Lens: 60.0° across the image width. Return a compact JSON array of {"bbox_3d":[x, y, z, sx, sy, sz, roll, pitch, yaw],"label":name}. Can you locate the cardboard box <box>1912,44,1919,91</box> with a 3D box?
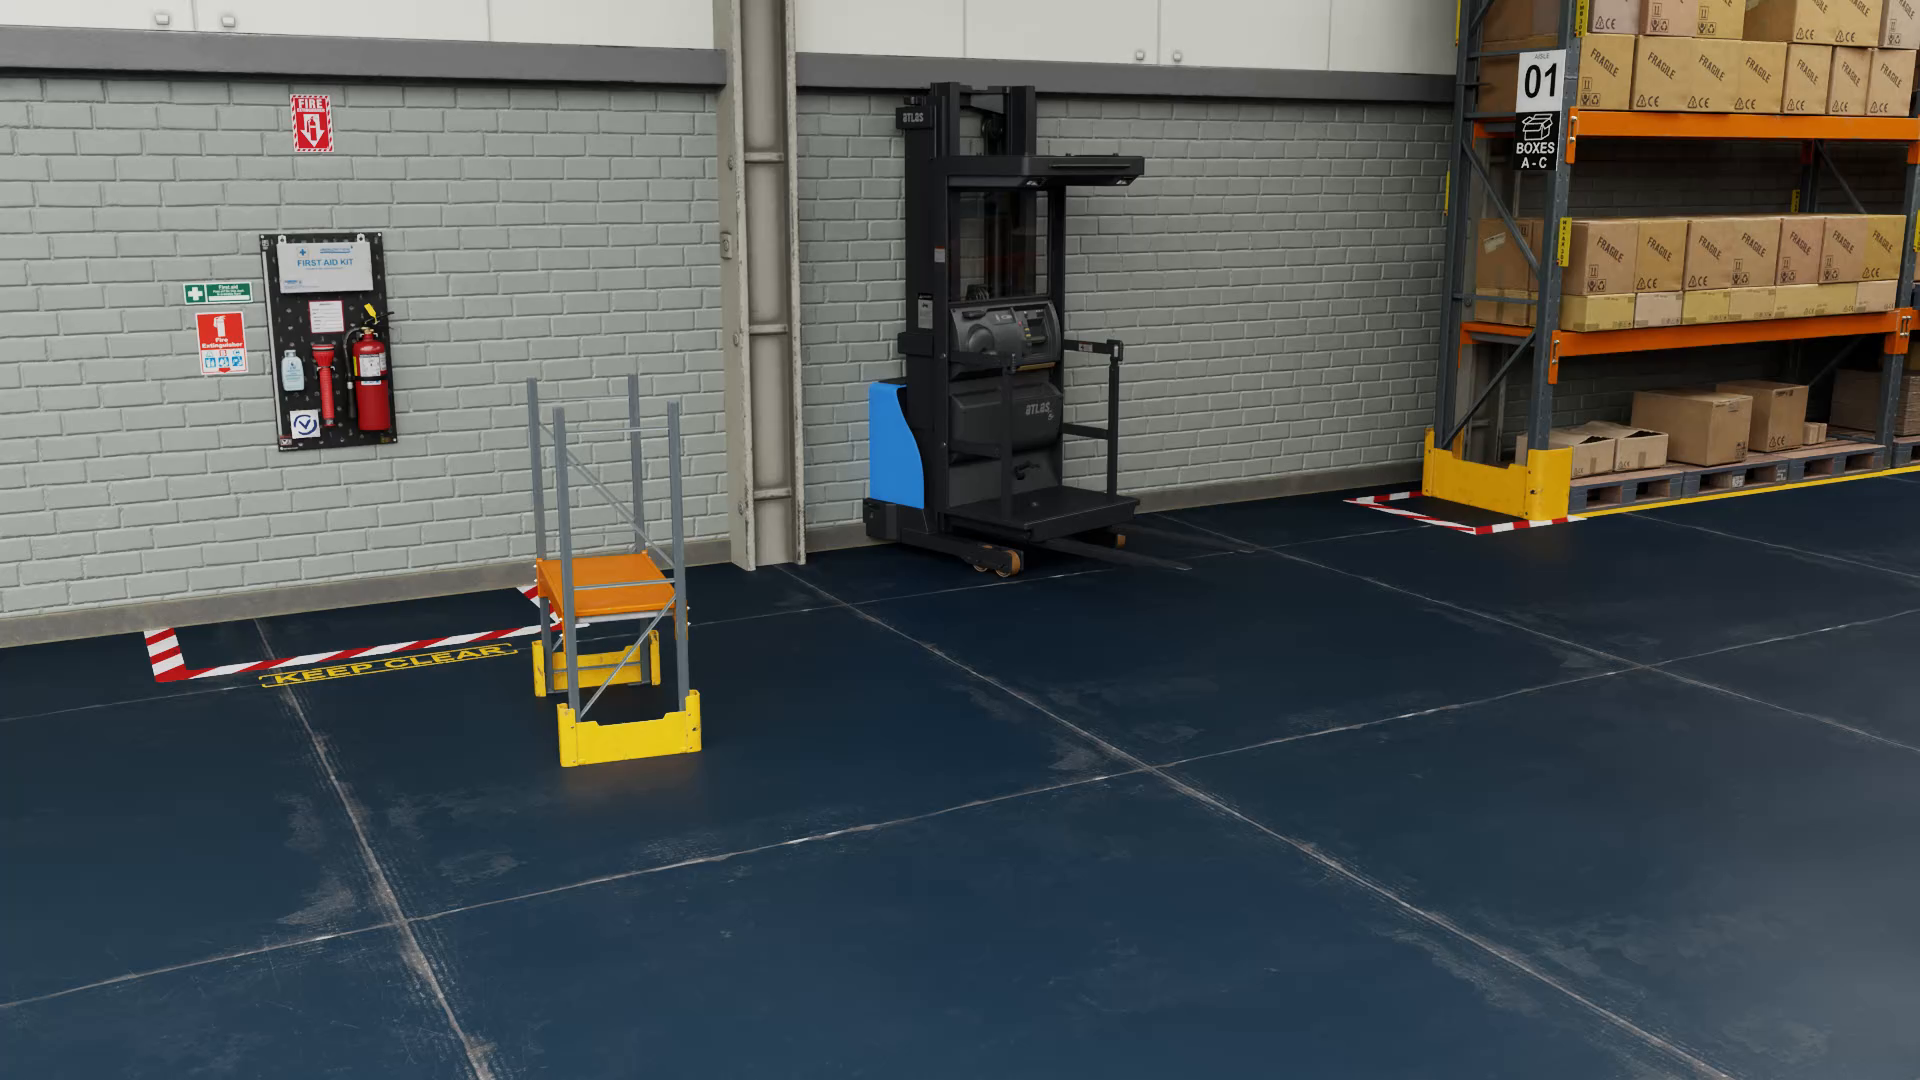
[{"bbox_3d":[7.884,-3.894,13.565,0.500,0.500,0.500,-5,13,-20],"label":"cardboard box"}]

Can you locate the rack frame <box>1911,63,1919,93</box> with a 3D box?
[{"bbox_3d":[7.366,-5.062,13.106,0.127,3.000,1.000,-7,14,-28],"label":"rack frame"}]

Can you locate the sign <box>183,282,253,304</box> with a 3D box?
[{"bbox_3d":[-3.925,-1.307,8.798,0.331,0.109,0.001,-7,14,-28],"label":"sign"}]

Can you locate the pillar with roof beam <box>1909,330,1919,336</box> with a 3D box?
[{"bbox_3d":[11.384,-4.683,11.422,0.400,9.000,9.100,-7,14,-28],"label":"pillar with roof beam"}]

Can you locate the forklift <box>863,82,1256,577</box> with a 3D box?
[{"bbox_3d":[0.443,-1.332,10.353,1.130,2.935,3.031,-12,18,-43],"label":"forklift"}]

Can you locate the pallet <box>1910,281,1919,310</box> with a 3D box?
[{"bbox_3d":[8.107,-2.094,14.019,1.213,0.211,1.003,-7,14,-28],"label":"pallet"}]

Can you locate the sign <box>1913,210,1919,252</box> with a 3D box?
[{"bbox_3d":[7.633,-2.454,13.209,0.005,0.325,0.100,-7,14,-28],"label":"sign"}]

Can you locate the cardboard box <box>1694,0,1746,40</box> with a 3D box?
[{"bbox_3d":[5.219,-3.817,11.855,0.500,0.500,0.500,-6,14,-26],"label":"cardboard box"}]

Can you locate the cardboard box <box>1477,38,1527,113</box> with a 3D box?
[{"bbox_3d":[4.100,-3.329,11.964,0.500,0.500,0.500,-6,14,-24],"label":"cardboard box"}]

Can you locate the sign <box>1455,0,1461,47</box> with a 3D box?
[{"bbox_3d":[3.607,-3.719,11.953,0.005,0.325,0.100,-7,14,-28],"label":"sign"}]

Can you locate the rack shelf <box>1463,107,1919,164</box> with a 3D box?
[{"bbox_3d":[5.611,-3.037,12.580,4.000,0.370,1.077,-7,14,-28],"label":"rack shelf"}]

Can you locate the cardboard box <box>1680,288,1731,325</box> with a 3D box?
[{"bbox_3d":[5.335,-1.751,12.353,0.500,0.250,0.500,-7,15,-29],"label":"cardboard box"}]

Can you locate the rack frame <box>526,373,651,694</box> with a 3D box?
[{"bbox_3d":[-1.732,-0.023,7.796,0.500,1.500,0.032,-5,13,-19],"label":"rack frame"}]

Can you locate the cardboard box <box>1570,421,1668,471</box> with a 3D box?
[{"bbox_3d":[5.006,-0.733,12.655,0.500,0.311,0.500,-6,14,-23],"label":"cardboard box"}]

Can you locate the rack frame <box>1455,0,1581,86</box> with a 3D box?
[{"bbox_3d":[3.855,-4.641,11.236,0.127,3.000,1.000,-7,14,-28],"label":"rack frame"}]

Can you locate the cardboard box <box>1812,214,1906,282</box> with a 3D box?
[{"bbox_3d":[7.099,-2.328,13.211,0.500,0.500,0.500,-7,14,-28],"label":"cardboard box"}]

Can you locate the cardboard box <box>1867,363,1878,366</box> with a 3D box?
[{"bbox_3d":[8.434,-1.275,14.634,0.500,0.500,0.700,-7,15,-29],"label":"cardboard box"}]

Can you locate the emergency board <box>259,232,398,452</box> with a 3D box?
[{"bbox_3d":[-3.399,-1.071,9.036,0.643,1.169,0.194,-7,14,-28],"label":"emergency board"}]

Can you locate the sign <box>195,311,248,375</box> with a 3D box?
[{"bbox_3d":[-3.933,-1.050,8.862,0.234,0.329,0.001,-7,14,-28],"label":"sign"}]

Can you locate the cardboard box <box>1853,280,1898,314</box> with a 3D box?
[{"bbox_3d":[7.096,-1.964,13.298,0.500,0.250,0.500,-7,14,-28],"label":"cardboard box"}]

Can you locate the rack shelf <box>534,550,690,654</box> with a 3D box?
[{"bbox_3d":[-1.558,0.257,7.369,0.538,0.185,1.000,-5,13,-19],"label":"rack shelf"}]

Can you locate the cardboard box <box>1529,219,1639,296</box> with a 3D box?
[{"bbox_3d":[4.418,-2.009,11.793,0.500,0.500,0.500,-7,14,-28],"label":"cardboard box"}]

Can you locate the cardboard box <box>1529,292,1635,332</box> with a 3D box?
[{"bbox_3d":[4.436,-1.641,11.865,0.500,0.250,0.500,-7,15,-29],"label":"cardboard box"}]

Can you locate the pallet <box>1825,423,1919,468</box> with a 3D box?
[{"bbox_3d":[8.049,-0.857,14.436,1.213,0.211,1.003,-7,14,-28],"label":"pallet"}]

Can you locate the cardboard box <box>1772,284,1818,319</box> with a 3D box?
[{"bbox_3d":[6.220,-1.857,12.824,0.500,0.250,0.500,-7,14,-28],"label":"cardboard box"}]

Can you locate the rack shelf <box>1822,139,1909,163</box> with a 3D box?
[{"bbox_3d":[9.122,-3.458,14.449,4.000,0.370,1.077,-7,14,-28],"label":"rack shelf"}]

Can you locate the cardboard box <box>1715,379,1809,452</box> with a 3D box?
[{"bbox_3d":[6.474,-1.013,13.472,0.500,0.500,0.500,-8,15,-32],"label":"cardboard box"}]

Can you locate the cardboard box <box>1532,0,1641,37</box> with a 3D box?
[{"bbox_3d":[4.310,-3.718,11.415,0.500,0.500,0.500,-8,15,-32],"label":"cardboard box"}]

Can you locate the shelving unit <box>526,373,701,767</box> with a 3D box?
[{"bbox_3d":[-1.561,0.080,7.338,0.587,1.500,1.083,-5,13,-19],"label":"shelving unit"}]

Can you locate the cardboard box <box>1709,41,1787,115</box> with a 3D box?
[{"bbox_3d":[5.671,-3.389,12.230,0.500,0.500,0.500,-6,14,-24],"label":"cardboard box"}]

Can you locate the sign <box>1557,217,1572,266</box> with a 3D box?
[{"bbox_3d":[4.115,-2.032,11.335,0.005,0.325,0.100,-7,14,-28],"label":"sign"}]

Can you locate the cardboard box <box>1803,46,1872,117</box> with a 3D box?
[{"bbox_3d":[6.591,-3.506,12.749,0.500,0.500,0.500,-8,15,-33],"label":"cardboard box"}]

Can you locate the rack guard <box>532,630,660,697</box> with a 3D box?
[{"bbox_3d":[-1.731,0.587,7.932,0.587,0.250,0.087,-5,13,-19],"label":"rack guard"}]

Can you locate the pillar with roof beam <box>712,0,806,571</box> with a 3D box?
[{"bbox_3d":[0.852,-3.421,5.813,0.400,9.000,9.100,-7,14,-28],"label":"pillar with roof beam"}]

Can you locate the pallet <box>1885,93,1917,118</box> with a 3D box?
[{"bbox_3d":[7.959,-3.551,13.653,1.003,0.211,1.213,-7,14,-28],"label":"pallet"}]

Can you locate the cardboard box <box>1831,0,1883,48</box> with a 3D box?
[{"bbox_3d":[6.578,-3.980,12.579,0.500,0.500,0.500,-6,14,-25],"label":"cardboard box"}]

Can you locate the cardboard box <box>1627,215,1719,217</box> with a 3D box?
[{"bbox_3d":[5.507,-2.267,12.937,0.500,0.500,0.500,-7,14,-27],"label":"cardboard box"}]

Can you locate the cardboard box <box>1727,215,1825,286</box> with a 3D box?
[{"bbox_3d":[6.217,-2.224,12.746,0.500,0.500,0.500,-7,15,-29],"label":"cardboard box"}]

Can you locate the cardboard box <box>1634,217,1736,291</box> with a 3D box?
[{"bbox_3d":[5.313,-2.112,12.251,0.500,0.500,0.500,-7,15,-30],"label":"cardboard box"}]

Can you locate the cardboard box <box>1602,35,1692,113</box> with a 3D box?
[{"bbox_3d":[4.757,-3.273,11.715,0.500,0.500,0.500,-6,14,-24],"label":"cardboard box"}]

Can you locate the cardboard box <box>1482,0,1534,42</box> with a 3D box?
[{"bbox_3d":[4.108,-3.820,11.868,0.500,0.500,0.500,-6,14,-25],"label":"cardboard box"}]

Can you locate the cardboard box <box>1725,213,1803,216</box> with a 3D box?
[{"bbox_3d":[6.398,-2.375,13.417,0.500,0.500,0.500,-7,14,-28],"label":"cardboard box"}]

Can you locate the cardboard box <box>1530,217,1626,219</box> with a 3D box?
[{"bbox_3d":[4.614,-2.158,12.456,0.500,0.500,0.500,-7,14,-27],"label":"cardboard box"}]
